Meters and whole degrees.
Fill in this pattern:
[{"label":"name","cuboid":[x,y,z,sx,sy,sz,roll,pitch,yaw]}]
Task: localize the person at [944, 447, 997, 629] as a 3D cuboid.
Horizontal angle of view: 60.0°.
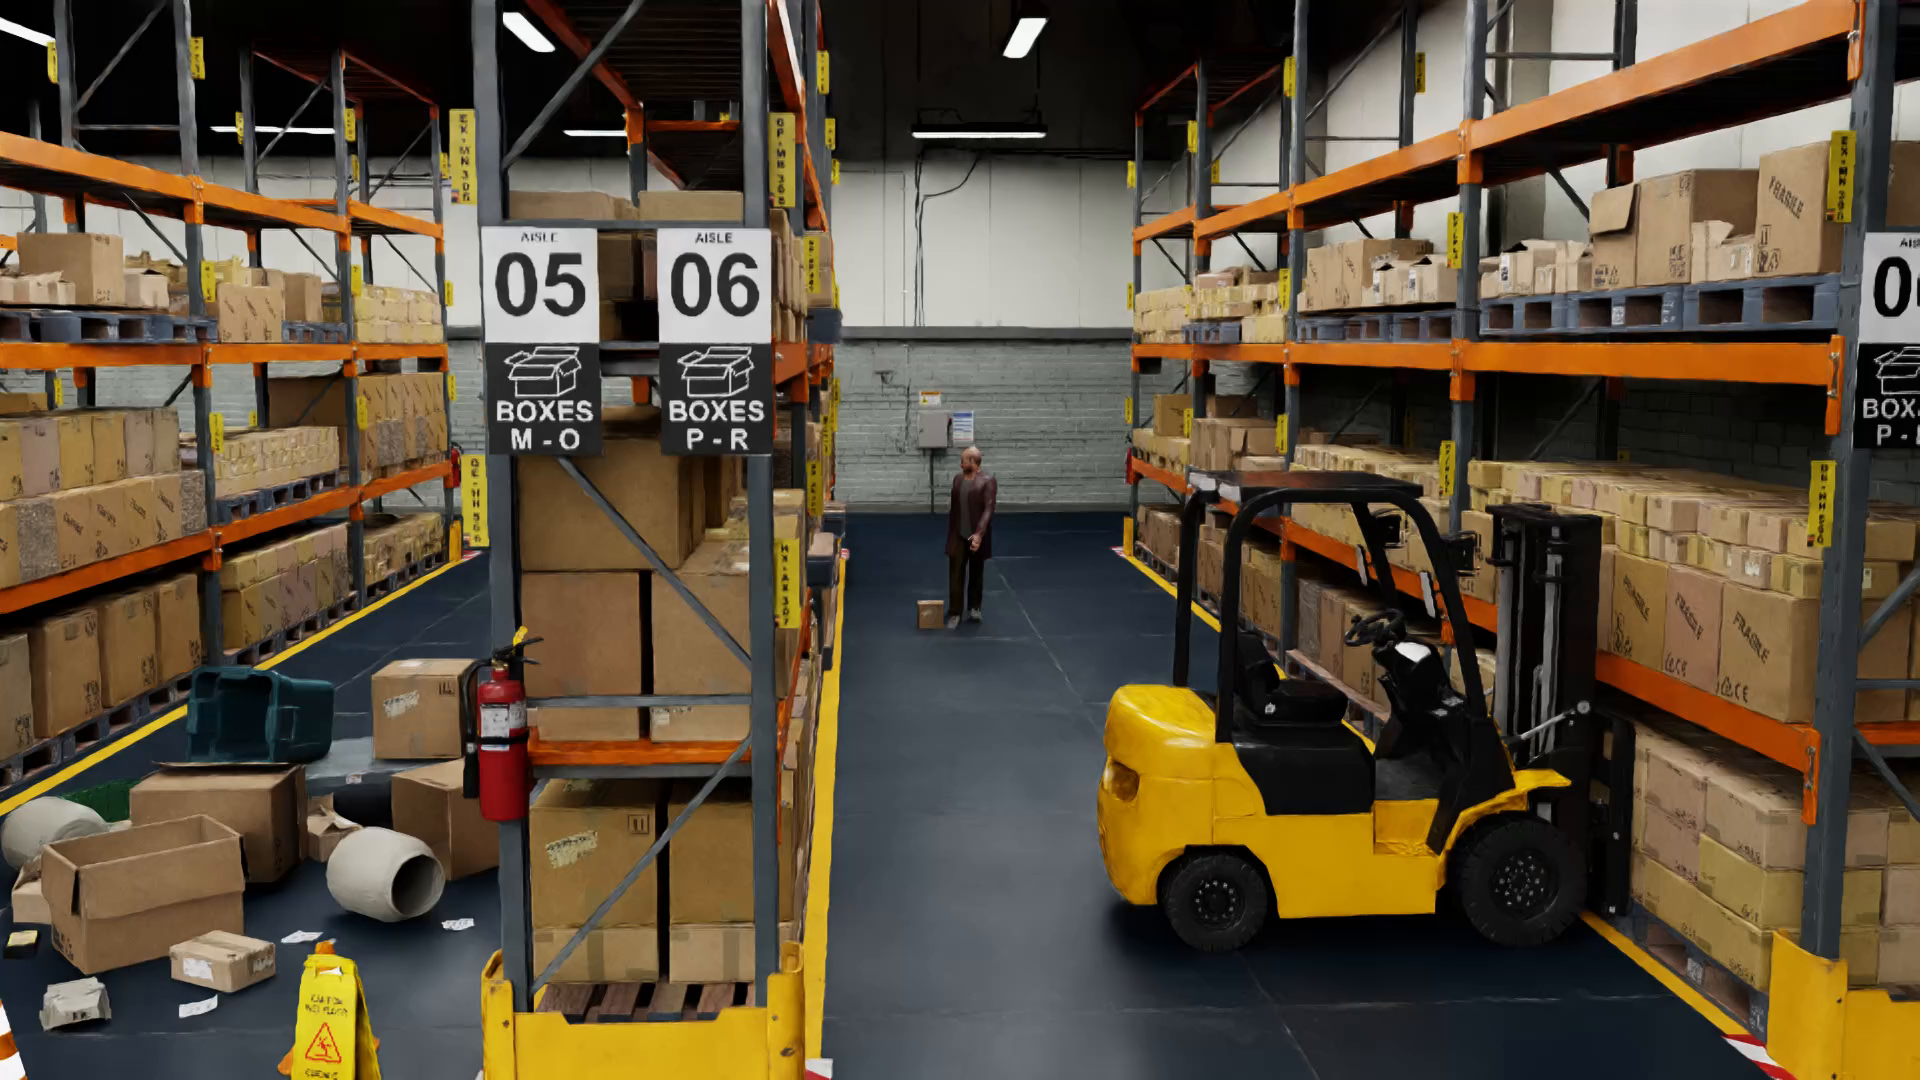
[{"label":"person","cuboid":[0.103,0.073,16.646,0.569,1.629,0.698,2,7,19]}]
